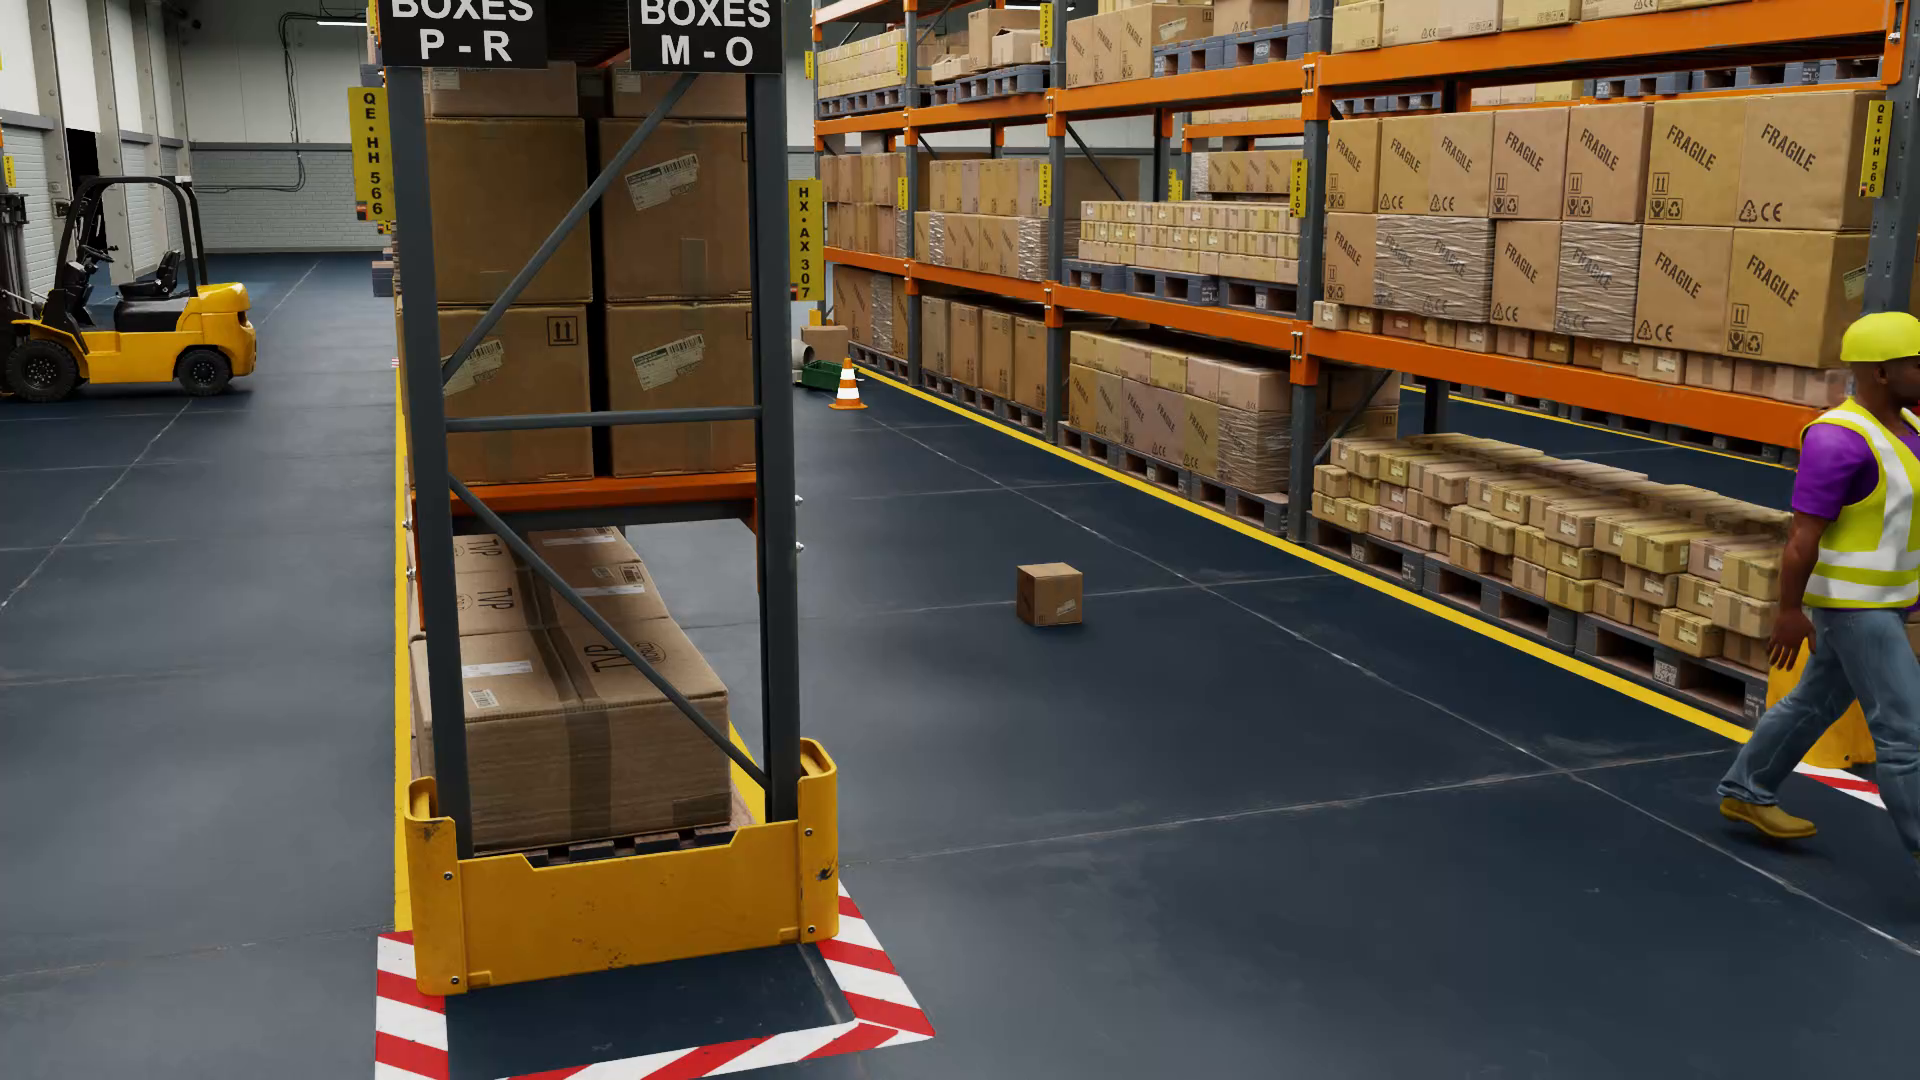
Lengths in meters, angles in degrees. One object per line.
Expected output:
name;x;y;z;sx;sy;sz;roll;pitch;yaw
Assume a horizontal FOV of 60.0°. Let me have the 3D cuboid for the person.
person;2.834;0.180;5.011;0.609;1.711;1.001;-11;17;-42
